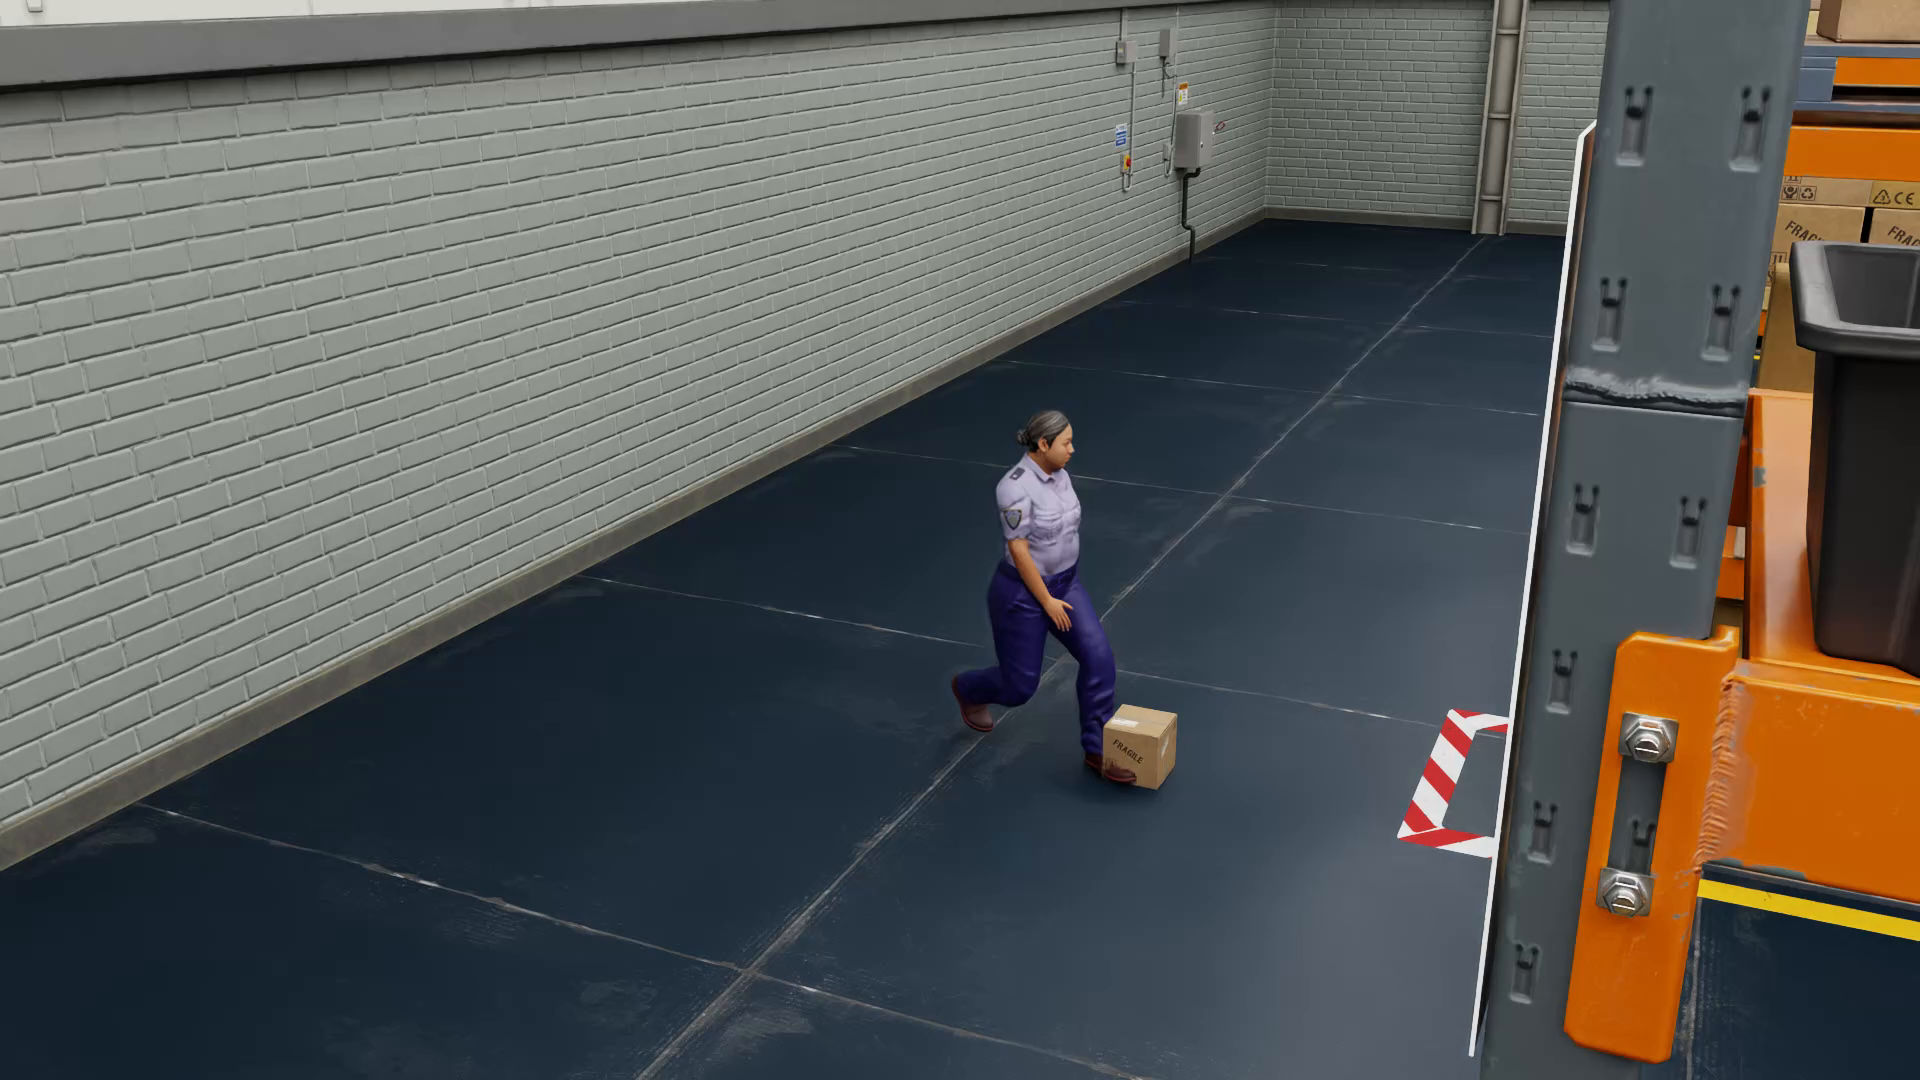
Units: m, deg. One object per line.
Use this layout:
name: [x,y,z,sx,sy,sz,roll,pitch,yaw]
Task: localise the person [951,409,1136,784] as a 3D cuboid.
person: [0.368,0.209,7.084,0.943,1.555,0.467,17,25,40]
